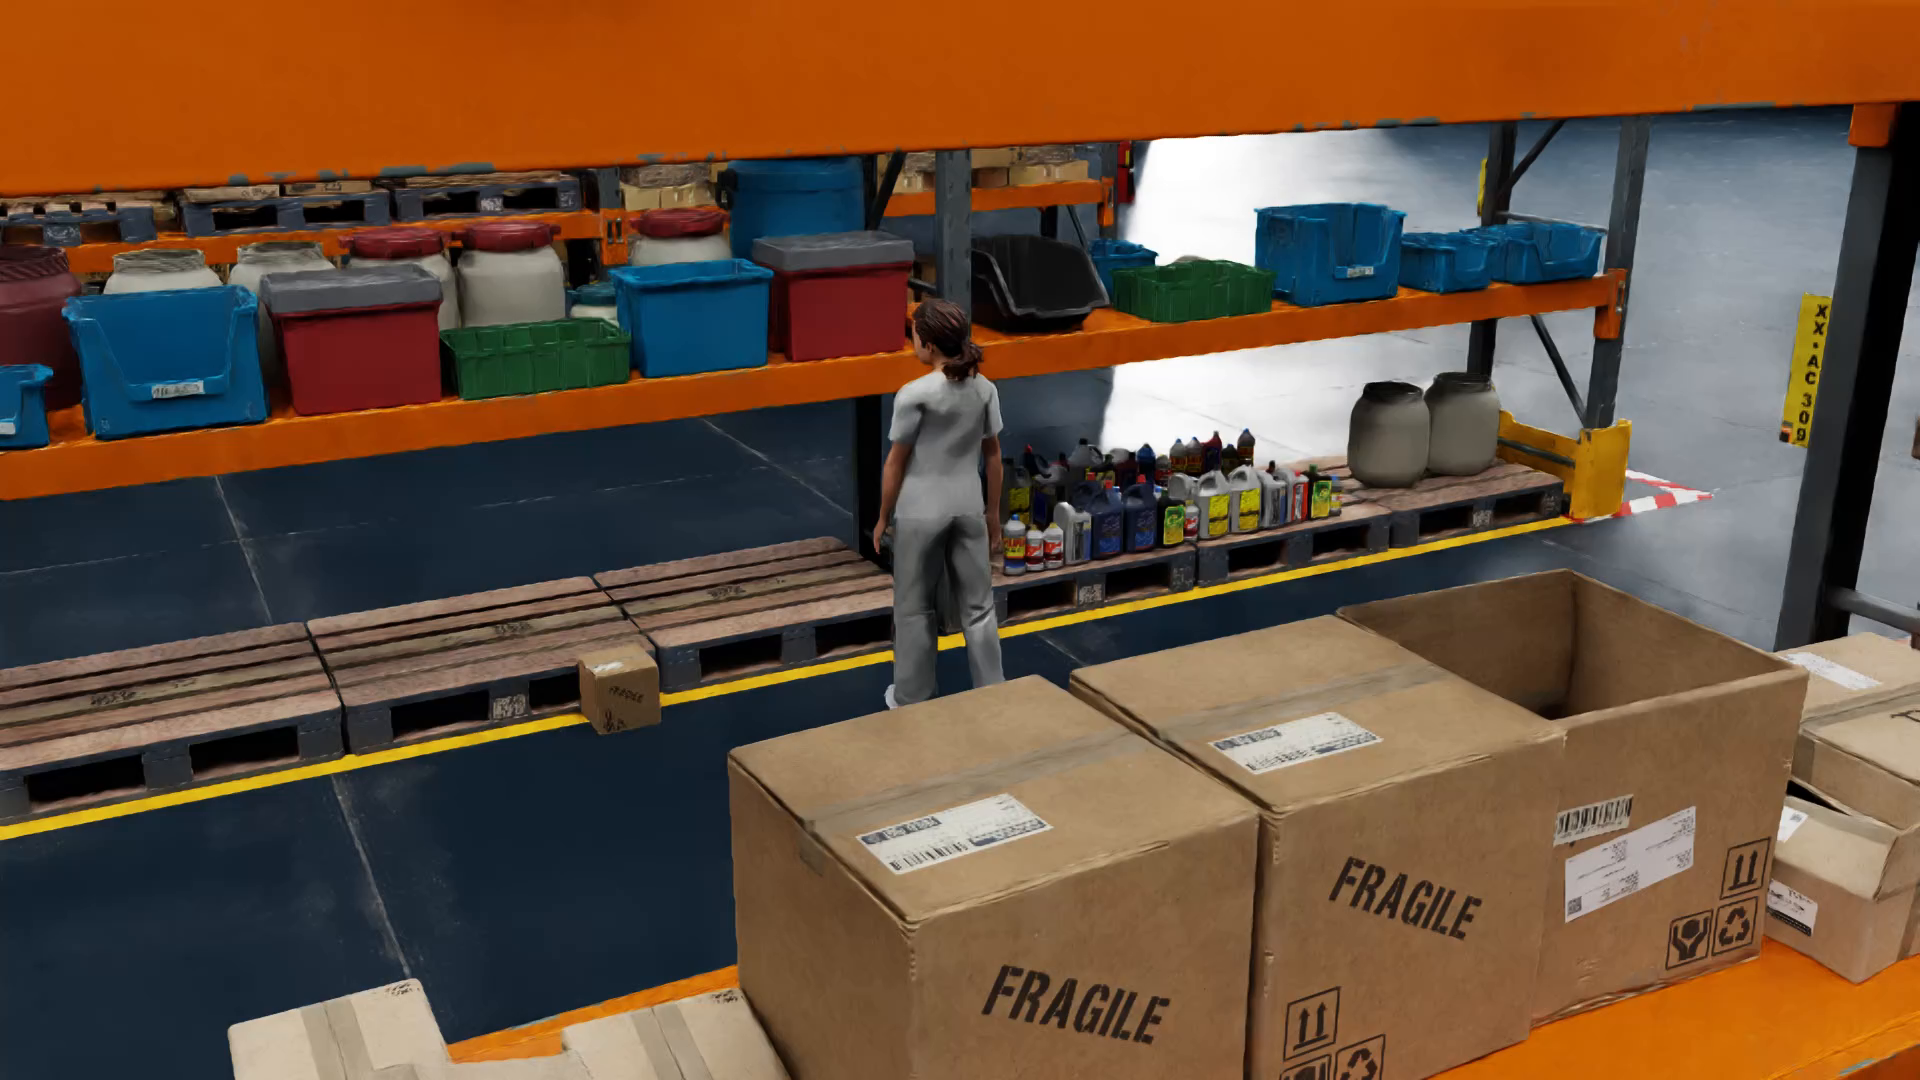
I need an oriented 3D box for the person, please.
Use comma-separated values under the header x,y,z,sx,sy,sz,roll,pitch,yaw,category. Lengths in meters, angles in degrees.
x,y,z,sx,sy,sz,roll,pitch,yaw,category
-0.068,-0.085,6.264,0.544,1.670,0.518,-10,21,-27,person
